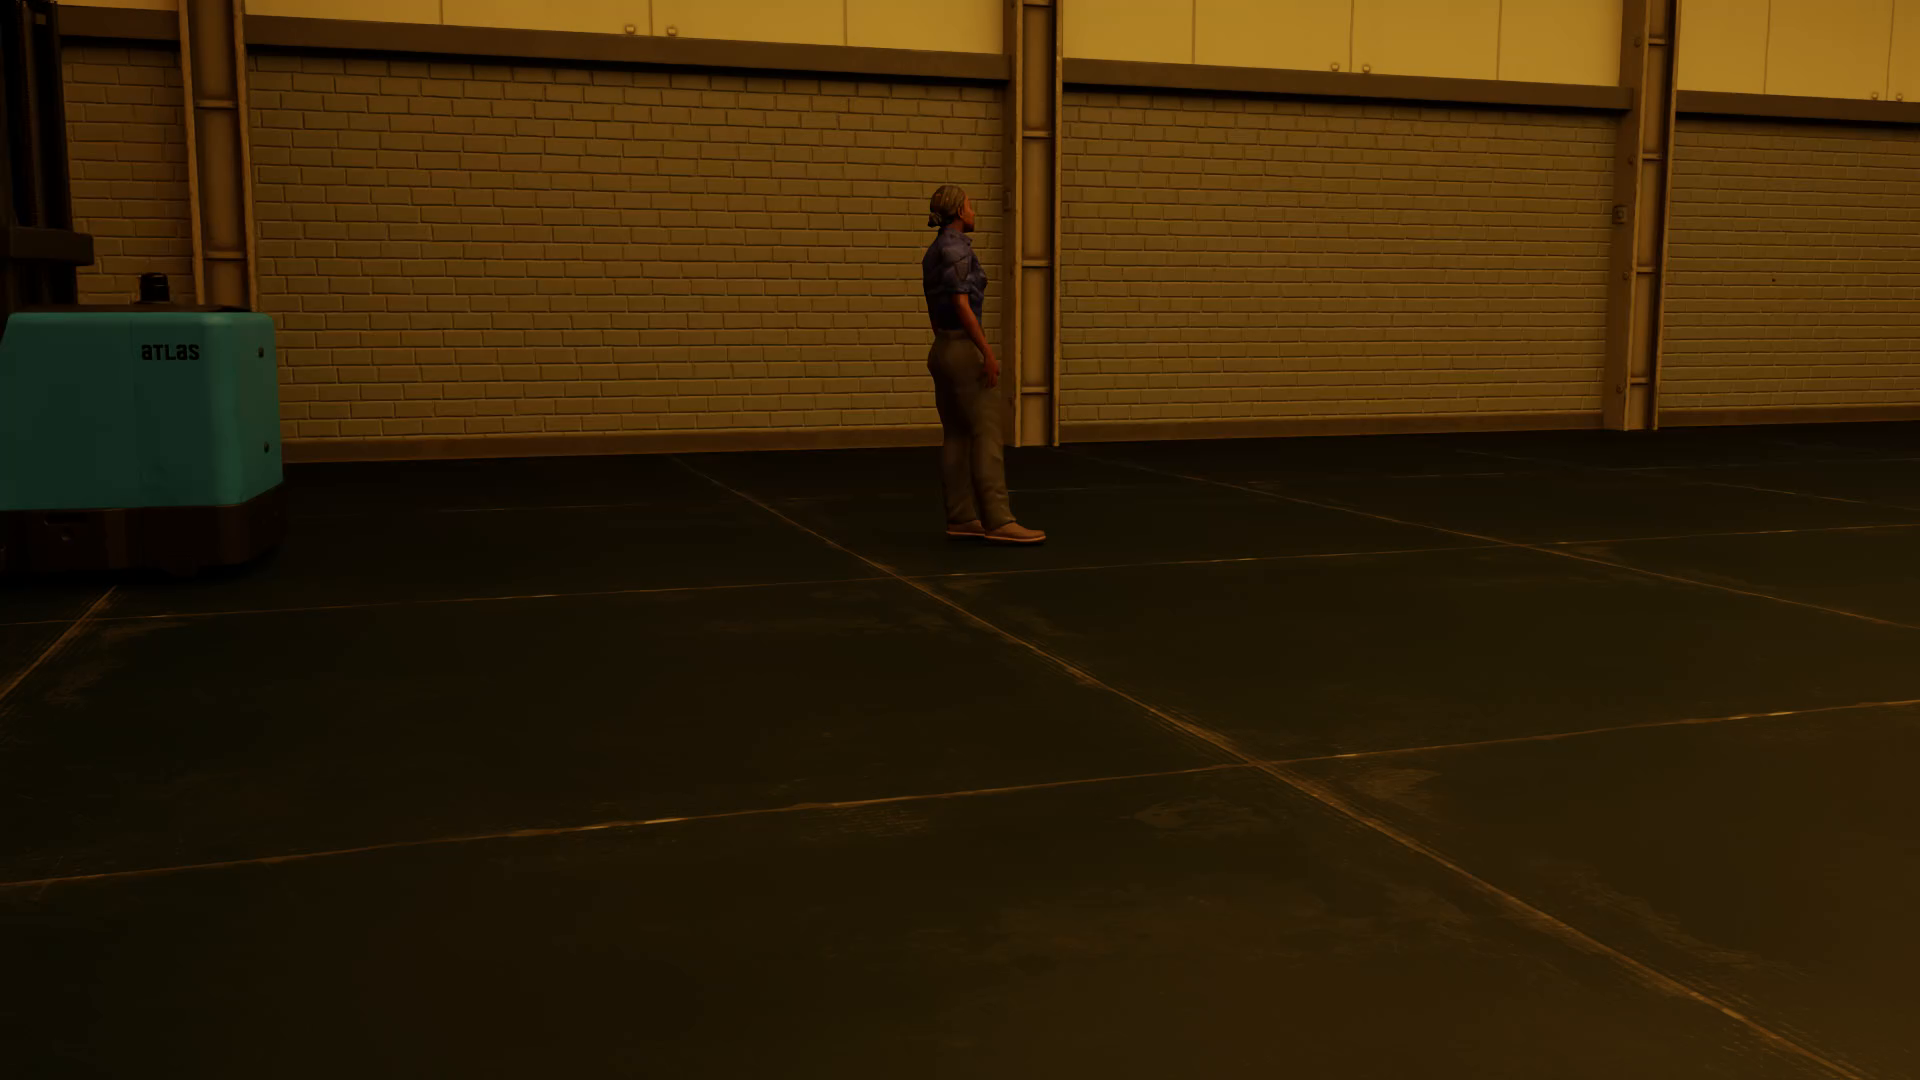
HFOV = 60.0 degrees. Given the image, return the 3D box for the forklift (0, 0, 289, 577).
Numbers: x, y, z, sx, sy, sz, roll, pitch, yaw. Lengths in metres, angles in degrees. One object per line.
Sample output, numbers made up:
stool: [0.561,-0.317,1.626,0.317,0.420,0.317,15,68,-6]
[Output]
forklift: [-4.450,-1.308,6.665,3.031,2.935,1.130,-2,8,-12]

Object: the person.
person: [0.089,-0.828,7.820,0.504,1.654,0.569,-3,8,-18]
